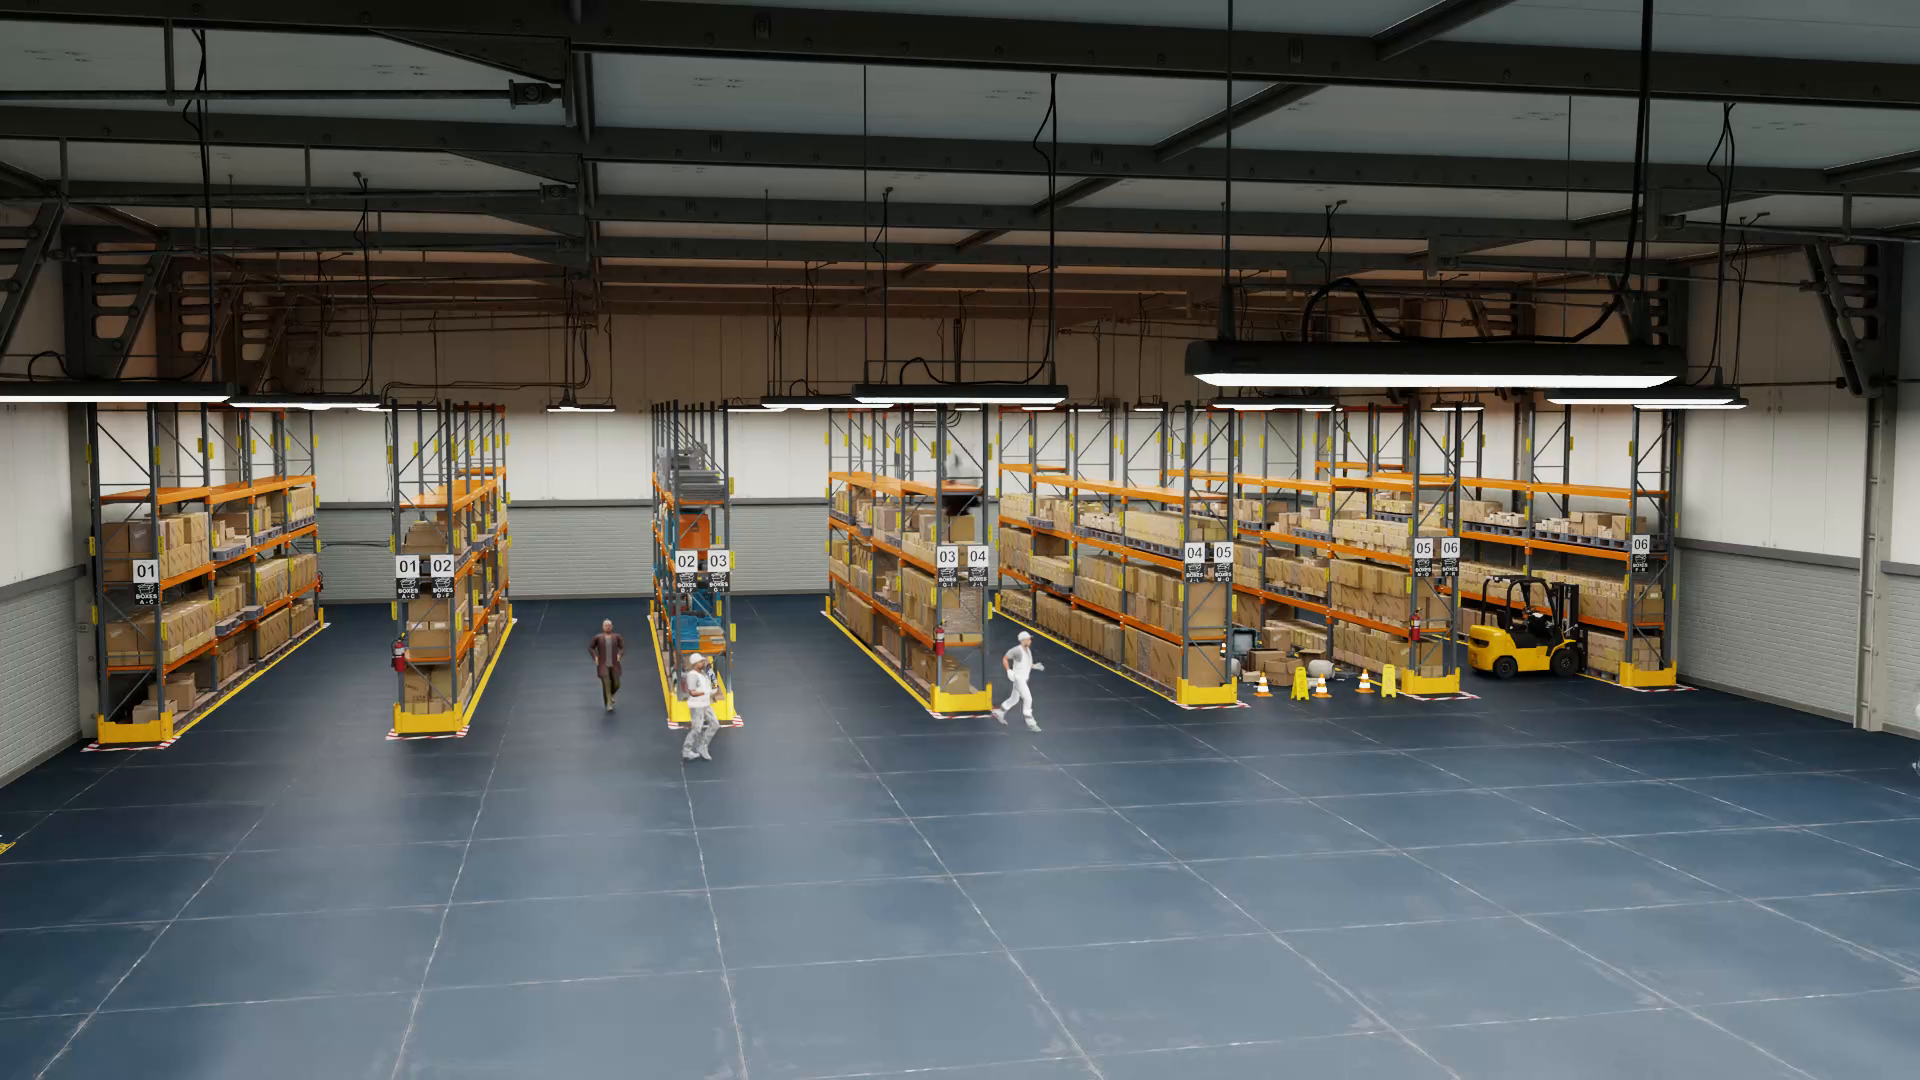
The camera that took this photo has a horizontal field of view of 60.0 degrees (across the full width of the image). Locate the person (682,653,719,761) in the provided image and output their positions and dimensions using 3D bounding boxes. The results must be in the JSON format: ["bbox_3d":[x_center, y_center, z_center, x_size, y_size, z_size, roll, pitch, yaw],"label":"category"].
[{"bbox_3d":[-4.269,2.768,27.465,0.680,1.807,0.659,1,4,15],"label":"person"}]

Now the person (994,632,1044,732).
[{"bbox_3d":[1.056,2.549,30.211,0.990,1.798,0.603,2,5,23],"label":"person"}]

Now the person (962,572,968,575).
[{"bbox_3d":[0.247,1.368,46.357,0.624,1.687,0.833,0,4,-2],"label":"person"}]

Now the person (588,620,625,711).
[{"bbox_3d":[-6.848,2.422,32.303,0.713,1.730,0.754,-2,5,-20],"label":"person"}]
